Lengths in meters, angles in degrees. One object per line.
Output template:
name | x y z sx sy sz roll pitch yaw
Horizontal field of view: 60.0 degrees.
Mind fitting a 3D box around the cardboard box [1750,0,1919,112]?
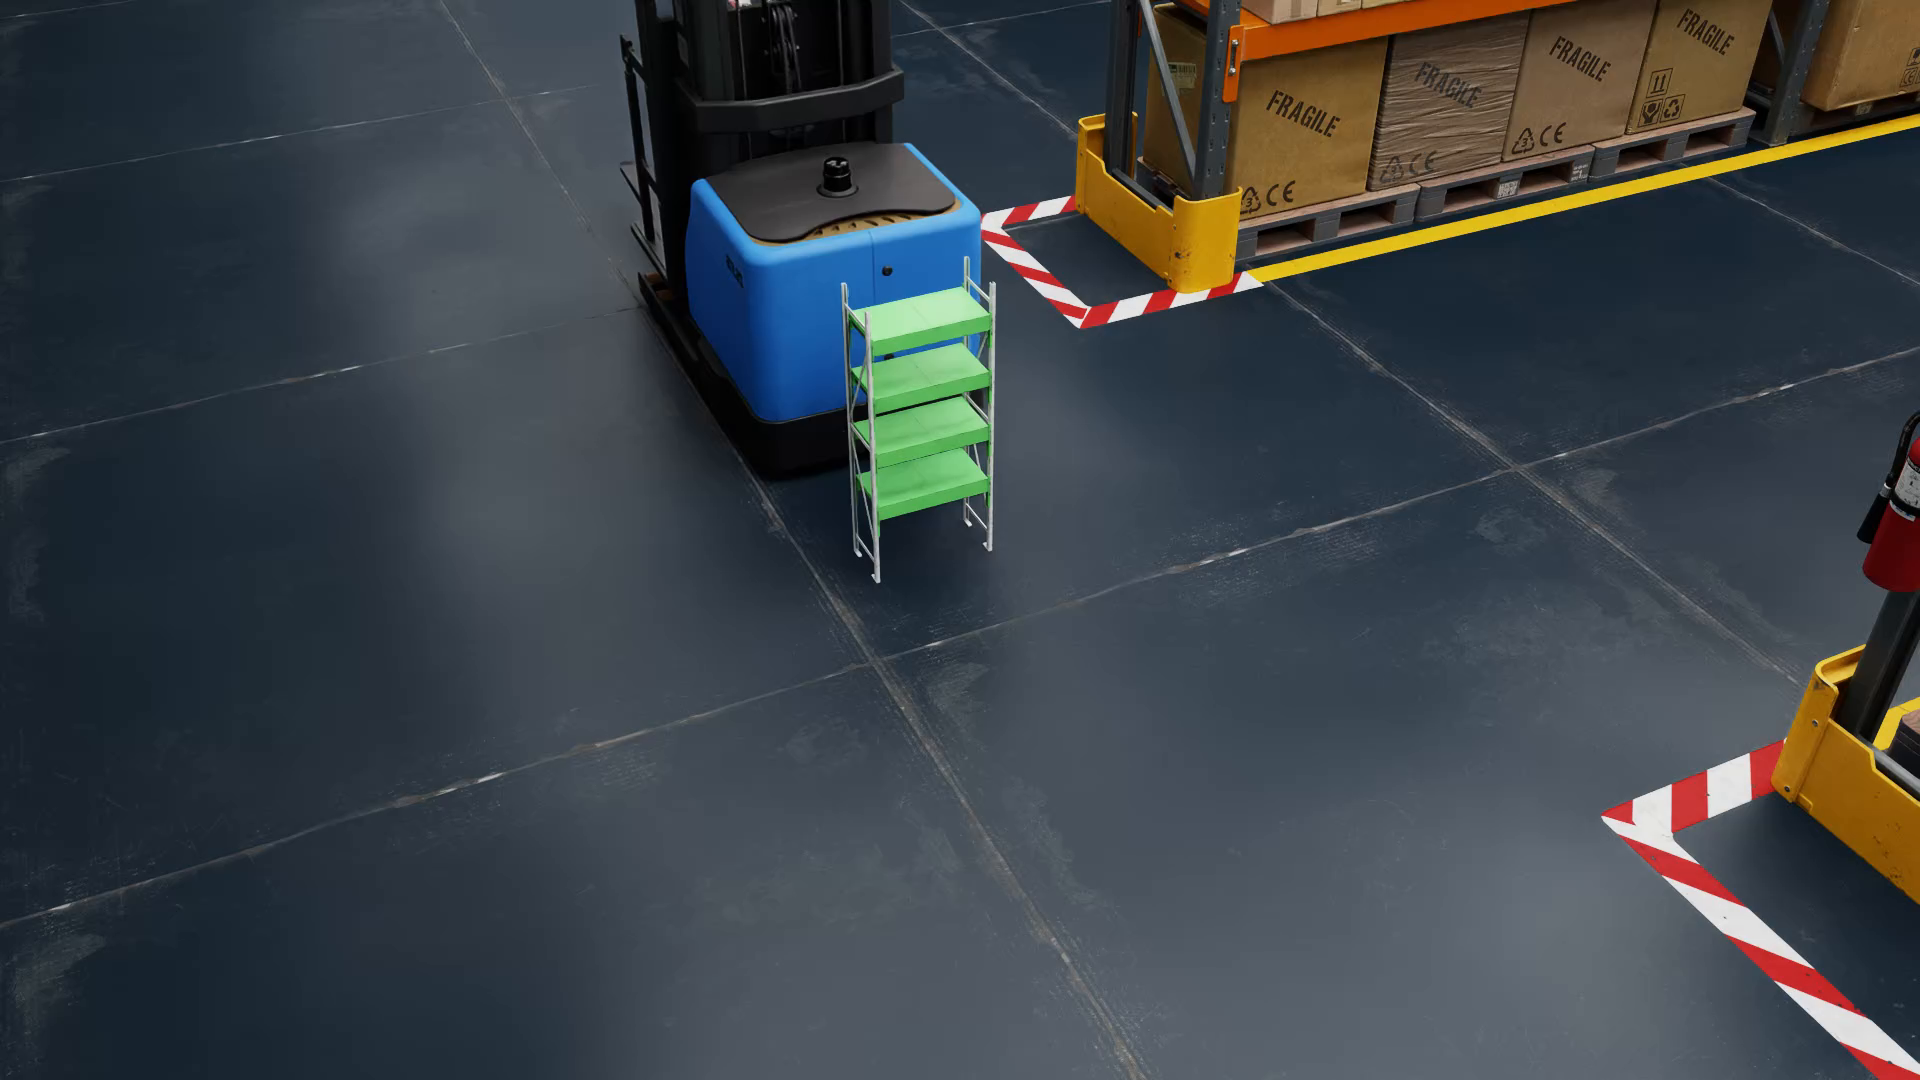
cardboard box | 5.235 -3.306 10.120 0.875 0.875 1.225 -15 39 -20

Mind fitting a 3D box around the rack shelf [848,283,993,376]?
rack shelf | -0.150 -0.774 6.088 0.480 0.148 0.258 -16 39 -20

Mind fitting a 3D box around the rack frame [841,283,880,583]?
rack frame | -0.371 -0.378 6.253 0.015 1.200 0.240 -16 39 -20

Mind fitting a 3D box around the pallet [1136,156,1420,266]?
pallet | 1.733 -1.930 9.175 1.213 0.211 1.003 -16 39 -20

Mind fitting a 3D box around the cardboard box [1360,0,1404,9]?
cardboard box | 1.968 -2.747 8.146 0.250 0.149 0.380 -17 40 -21

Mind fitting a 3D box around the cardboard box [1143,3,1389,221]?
cardboard box | 1.588 -2.326 8.798 0.875 0.875 0.875 -16 39 -20

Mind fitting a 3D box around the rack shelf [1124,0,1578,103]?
rack shelf | 2.853 -3.022 8.911 4.000 0.370 1.077 -16 39 -20

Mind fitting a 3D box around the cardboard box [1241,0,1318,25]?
cardboard box | 1.504 -2.616 7.970 0.250 0.149 0.380 -15 39 -19

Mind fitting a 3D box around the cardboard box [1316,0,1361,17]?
cardboard box | 1.736 -2.682 8.059 0.250 0.149 0.380 -16 40 -21

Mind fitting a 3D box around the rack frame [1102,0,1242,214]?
rack frame | 1.043 -2.805 8.014 0.127 3.000 1.000 -16 39 -20

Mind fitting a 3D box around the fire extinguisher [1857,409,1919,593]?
fire extinguisher | 2.818 -0.160 4.826 0.183 0.674 0.296 -16 39 -20

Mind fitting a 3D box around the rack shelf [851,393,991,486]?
rack shelf | -0.150 -0.389 6.374 0.480 0.148 0.258 -16 39 -20

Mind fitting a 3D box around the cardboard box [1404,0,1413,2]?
cardboard box | 2.203 -2.813 8.236 0.250 0.149 0.380 -16 40 -21

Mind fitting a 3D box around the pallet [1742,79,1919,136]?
pallet | 5.330 -2.934 10.528 1.213 0.211 1.003 -16 39 -20

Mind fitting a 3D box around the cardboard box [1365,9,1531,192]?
cardboard box | 2.412 -2.556 9.109 0.875 0.875 0.875 -16 39 -20

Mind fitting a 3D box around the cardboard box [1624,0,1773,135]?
cardboard box | 4.032 -3.009 9.720 0.875 0.875 0.875 -16 39 -20

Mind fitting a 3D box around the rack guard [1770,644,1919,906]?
rack guard | 3.131 0.883 5.140 0.348 0.500 1.175 -16 39 -20

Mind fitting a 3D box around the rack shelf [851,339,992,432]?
rack shelf | -0.150 -0.581 6.231 0.480 0.148 0.258 -16 39 -20

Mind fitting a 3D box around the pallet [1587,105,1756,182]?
pallet | 3.942 -2.547 10.007 1.213 0.211 1.003 -16 39 -20

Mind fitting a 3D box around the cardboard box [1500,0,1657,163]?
cardboard box | 3.217 -2.781 9.413 0.875 0.875 0.875 -16 39 -20

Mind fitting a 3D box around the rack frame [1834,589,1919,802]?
rack frame | 3.147 -0.134 4.413 0.127 3.000 1.000 -16 39 -20

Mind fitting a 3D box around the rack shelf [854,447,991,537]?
rack shelf | -0.150 -0.196 6.517 0.480 0.148 0.258 -16 39 -20

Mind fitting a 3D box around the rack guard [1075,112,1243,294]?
rack guard | 1.021 -1.795 8.751 0.348 0.500 1.175 -16 39 -20

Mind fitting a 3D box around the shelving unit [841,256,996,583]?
shelving unit | -0.150 -0.440 6.336 0.503 1.200 0.258 -16 39 -20

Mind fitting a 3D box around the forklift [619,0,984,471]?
forklift | -0.956 -2.340 7.444 1.130 2.935 3.031 -15 39 -19

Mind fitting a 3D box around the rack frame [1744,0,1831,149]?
rack frame | 4.664 -3.818 9.379 0.127 3.000 1.000 -16 39 -20

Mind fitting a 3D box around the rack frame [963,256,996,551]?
rack frame | 0.071 -0.502 6.419 0.015 1.200 0.240 -16 39 -20

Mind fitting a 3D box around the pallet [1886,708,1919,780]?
pallet | 3.910 0.798 5.497 1.213 0.211 1.003 -16 39 -20

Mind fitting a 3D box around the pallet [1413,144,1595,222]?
pallet | 2.836 -2.236 9.588 1.213 0.211 1.003 -16 39 -20
